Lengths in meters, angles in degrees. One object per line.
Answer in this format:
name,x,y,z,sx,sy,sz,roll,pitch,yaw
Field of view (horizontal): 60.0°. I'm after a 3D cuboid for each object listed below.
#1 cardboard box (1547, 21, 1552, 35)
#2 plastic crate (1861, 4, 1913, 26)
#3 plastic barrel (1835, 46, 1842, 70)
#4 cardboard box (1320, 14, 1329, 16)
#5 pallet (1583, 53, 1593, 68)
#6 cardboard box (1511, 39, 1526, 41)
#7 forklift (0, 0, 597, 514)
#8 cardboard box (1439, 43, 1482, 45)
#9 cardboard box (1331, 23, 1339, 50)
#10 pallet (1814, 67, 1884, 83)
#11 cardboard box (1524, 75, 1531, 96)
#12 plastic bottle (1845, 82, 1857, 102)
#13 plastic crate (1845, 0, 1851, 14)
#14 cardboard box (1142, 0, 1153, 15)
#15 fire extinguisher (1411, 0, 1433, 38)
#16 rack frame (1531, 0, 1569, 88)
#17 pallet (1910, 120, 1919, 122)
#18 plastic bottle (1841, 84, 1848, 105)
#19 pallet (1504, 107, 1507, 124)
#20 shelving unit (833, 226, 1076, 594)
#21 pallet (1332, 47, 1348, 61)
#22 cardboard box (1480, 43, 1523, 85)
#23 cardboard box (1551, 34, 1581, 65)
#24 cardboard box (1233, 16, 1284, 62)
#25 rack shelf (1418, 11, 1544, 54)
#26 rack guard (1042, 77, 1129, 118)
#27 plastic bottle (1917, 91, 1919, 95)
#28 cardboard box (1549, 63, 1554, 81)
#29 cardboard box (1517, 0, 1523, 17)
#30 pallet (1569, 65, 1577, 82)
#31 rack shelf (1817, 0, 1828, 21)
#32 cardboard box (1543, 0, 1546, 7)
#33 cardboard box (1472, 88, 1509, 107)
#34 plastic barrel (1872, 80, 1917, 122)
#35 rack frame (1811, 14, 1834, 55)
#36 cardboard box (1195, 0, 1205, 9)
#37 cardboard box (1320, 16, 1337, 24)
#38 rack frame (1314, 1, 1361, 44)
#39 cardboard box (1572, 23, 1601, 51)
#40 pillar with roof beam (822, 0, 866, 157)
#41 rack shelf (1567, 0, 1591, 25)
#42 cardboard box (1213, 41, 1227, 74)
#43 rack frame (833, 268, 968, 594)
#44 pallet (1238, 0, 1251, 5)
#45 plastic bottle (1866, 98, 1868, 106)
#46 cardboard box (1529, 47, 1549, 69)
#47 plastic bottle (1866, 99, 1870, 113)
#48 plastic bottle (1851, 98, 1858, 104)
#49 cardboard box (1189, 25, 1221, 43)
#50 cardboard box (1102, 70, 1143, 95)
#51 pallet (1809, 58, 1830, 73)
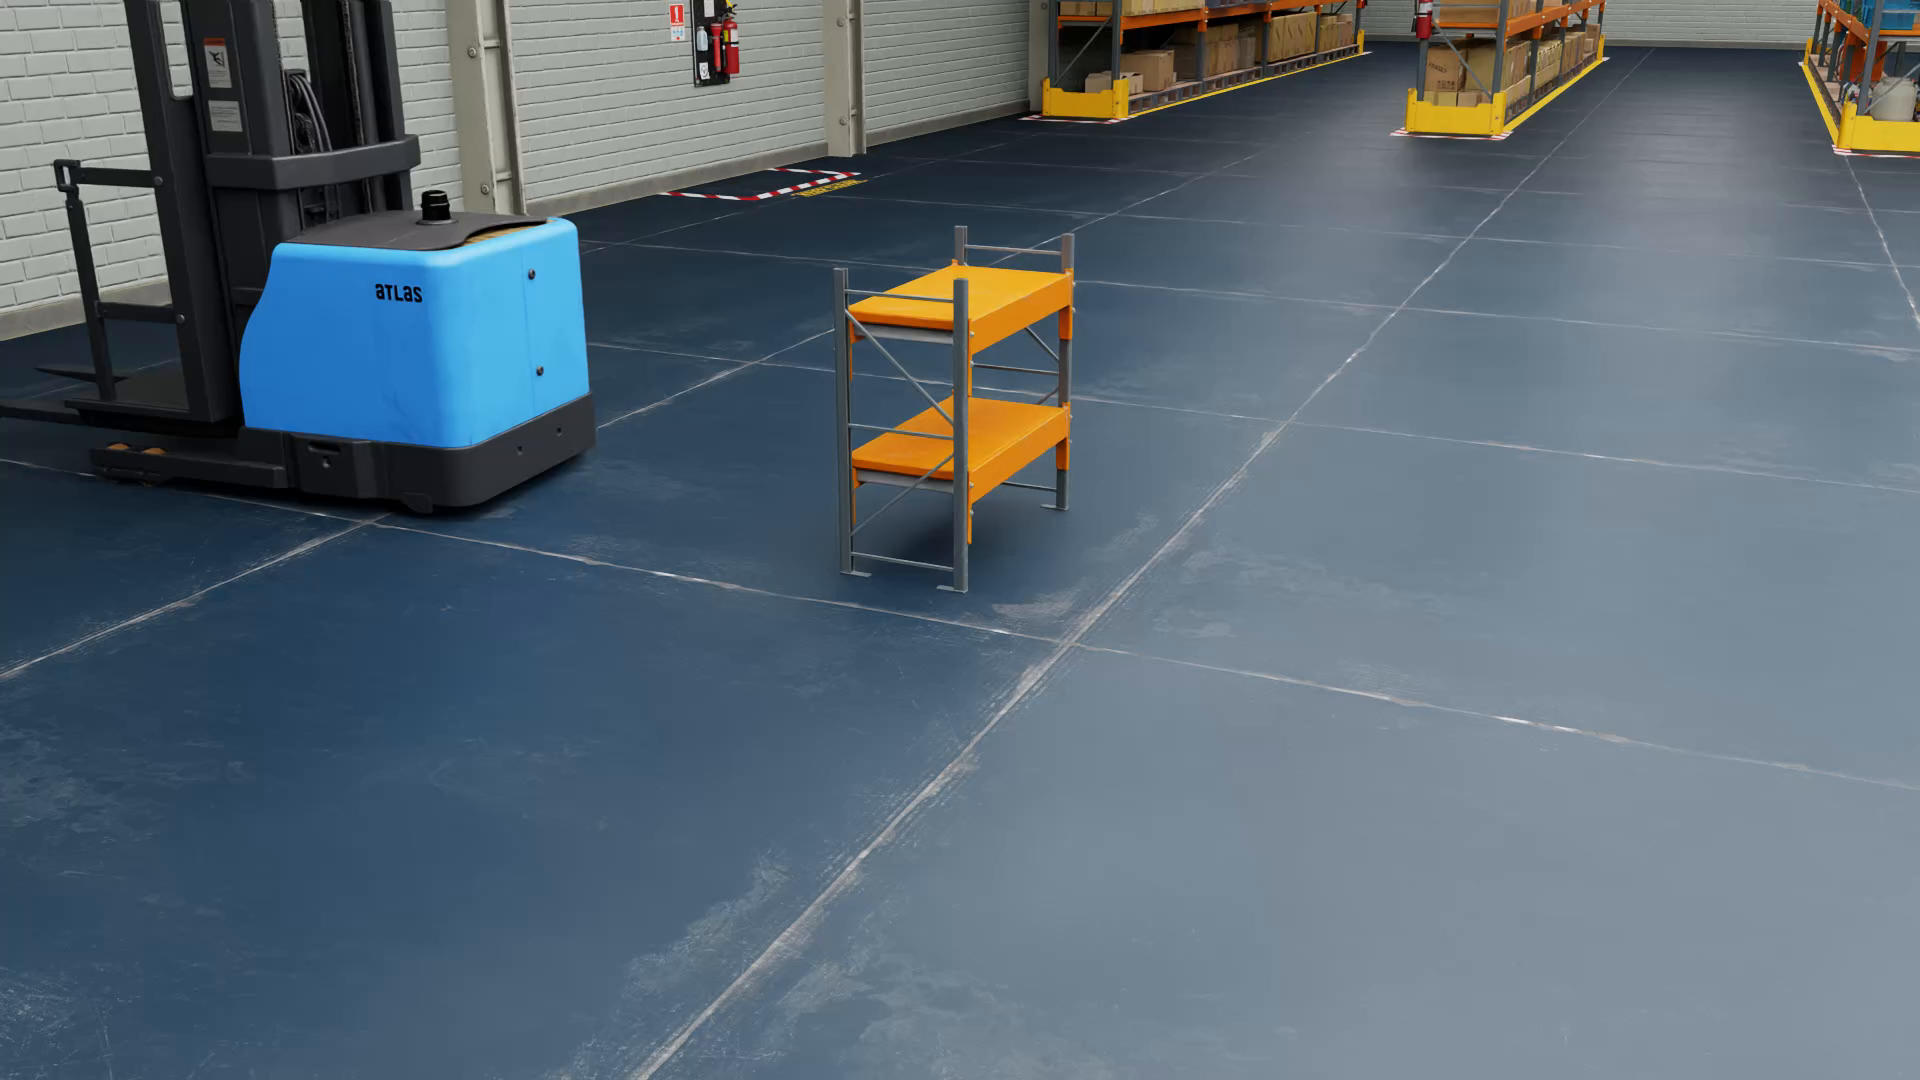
cardboard box,10.290,-9.178,29.755,0.500,0.250,0.500,9,21,23
plastic crate,10.926,-6.188,19.615,0.499,0.251,0.408,9,21,23
plastic barrel,14.796,-8.020,27.629,0.421,0.512,0.421,0,20,0
cardboard box,7.600,-11.049,35.197,0.380,0.149,0.250,9,21,23
pallet,11.900,-9.486,32.827,1.003,0.211,1.213,9,21,23
cardboard box,8.999,-8.040,27.239,0.500,0.311,0.500,9,22,25
forklift,-3.207,-1.765,7.057,3.031,2.935,1.130,7,21,18
cardboard box,6.756,-6.468,22.537,0.500,0.500,0.500,9,21,23
cardboard box,7.419,-10.439,34.448,0.700,0.500,0.500,9,22,24
pallet,15.283,-7.991,28.623,1.003,0.211,1.213,9,21,23
cardboard box,7.853,-6.501,23.748,0.500,0.250,0.500,9,21,23
plastic bottle,11.401,-5.671,21.235,0.144,0.351,0.185,8,21,22
plastic crate,12.817,-7.561,23.568,0.450,0.188,0.662,9,21,23
cardboard box,2.374,-7.431,23.081,0.500,0.250,0.500,8,21,21
fire extinguisher,5.733,-6.539,20.493,0.296,0.674,0.183,9,21,23
rack frame,9.482,-8.993,27.279,1.000,3.000,0.127,9,21,23
pallet,11.049,-4.830,19.735,1.003,0.211,1.213,9,21,23
plastic bottle,11.723,-5.873,21.916,0.152,0.276,0.135,9,22,25
pallet,6.481,-5.473,21.543,1.003,0.211,1.213,9,21,23
shelving unit,0.003,-0.532,6.286,0.538,1.125,1.048,9,21,23
pallet,7.480,-10.176,34.769,1.003,0.211,1.213,9,21,23
cardboard box,7.245,-6.395,22.331,0.500,0.500,0.500,9,21,23
cardboard box,10.763,-8.752,29.675,0.500,0.500,0.500,9,21,23
cardboard box,5.382,-9.063,30.058,0.750,0.750,0.750,8,21,22
rack shelf,7.025,-6.820,22.242,1.077,0.370,4.000,9,21,23
rack guard,1.716,-6.071,22.795,1.175,0.500,0.348,9,21,23
plastic bottle,12.014,-5.497,20.865,0.097,0.271,0.097,0,20,0
cardboard box,9.072,-7.390,26.248,0.500,0.250,0.500,9,22,24
cardboard box,7.249,-7.366,22.555,0.700,0.500,0.500,9,21,24
pallet,10.323,-8.274,29.418,1.003,0.211,1.213,9,21,23
rack shelf,16.456,-9.807,30.643,1.077,0.370,4.000,9,21,23
cardboard box,9.011,-8.477,26.203,0.380,0.149,0.250,10,22,27
cardboard box,6.830,-5.736,21.599,0.500,0.250,0.500,9,21,23
plastic barrel,10.923,-5.104,19.430,0.421,0.512,0.421,0,20,0
rack frame,17.275,-10.758,32.241,1.000,3.000,0.127,9,21,23
cardboard box,3.405,-8.201,25.247,0.500,0.250,0.500,9,21,23
cardboard box,7.519,-10.674,34.141,0.380,0.149,0.250,8,21,21
rack frame,8.237,-12.117,36.064,1.000,3.000,0.127,9,21,23
cardboard box,12.760,-10.268,33.938,0.500,0.500,0.500,9,21,23
pillar with roof beam,2.653,-7.960,15.422,9.100,9.000,0.400,9,21,23
rack shelf,10.301,-9.265,29.119,1.077,0.370,4.000,9,21,23
cardboard box,4.021,-8.021,27.620,0.700,0.500,0.500,9,21,23
rack frame,-0.205,-0.377,5.849,0.500,1.125,0.032,9,21,23
pallet,4.187,-8.970,27.502,1.003,0.211,1.213,9,21,23
plastic bottle,11.301,-5.474,20.783,0.061,0.283,0.133,9,21,23
cardboard box,8.661,-7.340,25.270,0.500,0.311,0.500,8,21,21
plastic bottle,11.382,-5.481,20.924,0.097,0.201,0.097,0,20,0
plastic bottle,11.075,-5.377,20.631,0.097,0.201,0.097,0,20,0
cardboard box,3.996,-8.354,27.436,0.500,0.250,0.500,8,21,21
cardboard box,2.284,-6.540,23.737,0.500,0.311,0.500,11,22,27
pallet,16.401,-8.825,30.970,1.003,0.211,1.213,9,21,23
